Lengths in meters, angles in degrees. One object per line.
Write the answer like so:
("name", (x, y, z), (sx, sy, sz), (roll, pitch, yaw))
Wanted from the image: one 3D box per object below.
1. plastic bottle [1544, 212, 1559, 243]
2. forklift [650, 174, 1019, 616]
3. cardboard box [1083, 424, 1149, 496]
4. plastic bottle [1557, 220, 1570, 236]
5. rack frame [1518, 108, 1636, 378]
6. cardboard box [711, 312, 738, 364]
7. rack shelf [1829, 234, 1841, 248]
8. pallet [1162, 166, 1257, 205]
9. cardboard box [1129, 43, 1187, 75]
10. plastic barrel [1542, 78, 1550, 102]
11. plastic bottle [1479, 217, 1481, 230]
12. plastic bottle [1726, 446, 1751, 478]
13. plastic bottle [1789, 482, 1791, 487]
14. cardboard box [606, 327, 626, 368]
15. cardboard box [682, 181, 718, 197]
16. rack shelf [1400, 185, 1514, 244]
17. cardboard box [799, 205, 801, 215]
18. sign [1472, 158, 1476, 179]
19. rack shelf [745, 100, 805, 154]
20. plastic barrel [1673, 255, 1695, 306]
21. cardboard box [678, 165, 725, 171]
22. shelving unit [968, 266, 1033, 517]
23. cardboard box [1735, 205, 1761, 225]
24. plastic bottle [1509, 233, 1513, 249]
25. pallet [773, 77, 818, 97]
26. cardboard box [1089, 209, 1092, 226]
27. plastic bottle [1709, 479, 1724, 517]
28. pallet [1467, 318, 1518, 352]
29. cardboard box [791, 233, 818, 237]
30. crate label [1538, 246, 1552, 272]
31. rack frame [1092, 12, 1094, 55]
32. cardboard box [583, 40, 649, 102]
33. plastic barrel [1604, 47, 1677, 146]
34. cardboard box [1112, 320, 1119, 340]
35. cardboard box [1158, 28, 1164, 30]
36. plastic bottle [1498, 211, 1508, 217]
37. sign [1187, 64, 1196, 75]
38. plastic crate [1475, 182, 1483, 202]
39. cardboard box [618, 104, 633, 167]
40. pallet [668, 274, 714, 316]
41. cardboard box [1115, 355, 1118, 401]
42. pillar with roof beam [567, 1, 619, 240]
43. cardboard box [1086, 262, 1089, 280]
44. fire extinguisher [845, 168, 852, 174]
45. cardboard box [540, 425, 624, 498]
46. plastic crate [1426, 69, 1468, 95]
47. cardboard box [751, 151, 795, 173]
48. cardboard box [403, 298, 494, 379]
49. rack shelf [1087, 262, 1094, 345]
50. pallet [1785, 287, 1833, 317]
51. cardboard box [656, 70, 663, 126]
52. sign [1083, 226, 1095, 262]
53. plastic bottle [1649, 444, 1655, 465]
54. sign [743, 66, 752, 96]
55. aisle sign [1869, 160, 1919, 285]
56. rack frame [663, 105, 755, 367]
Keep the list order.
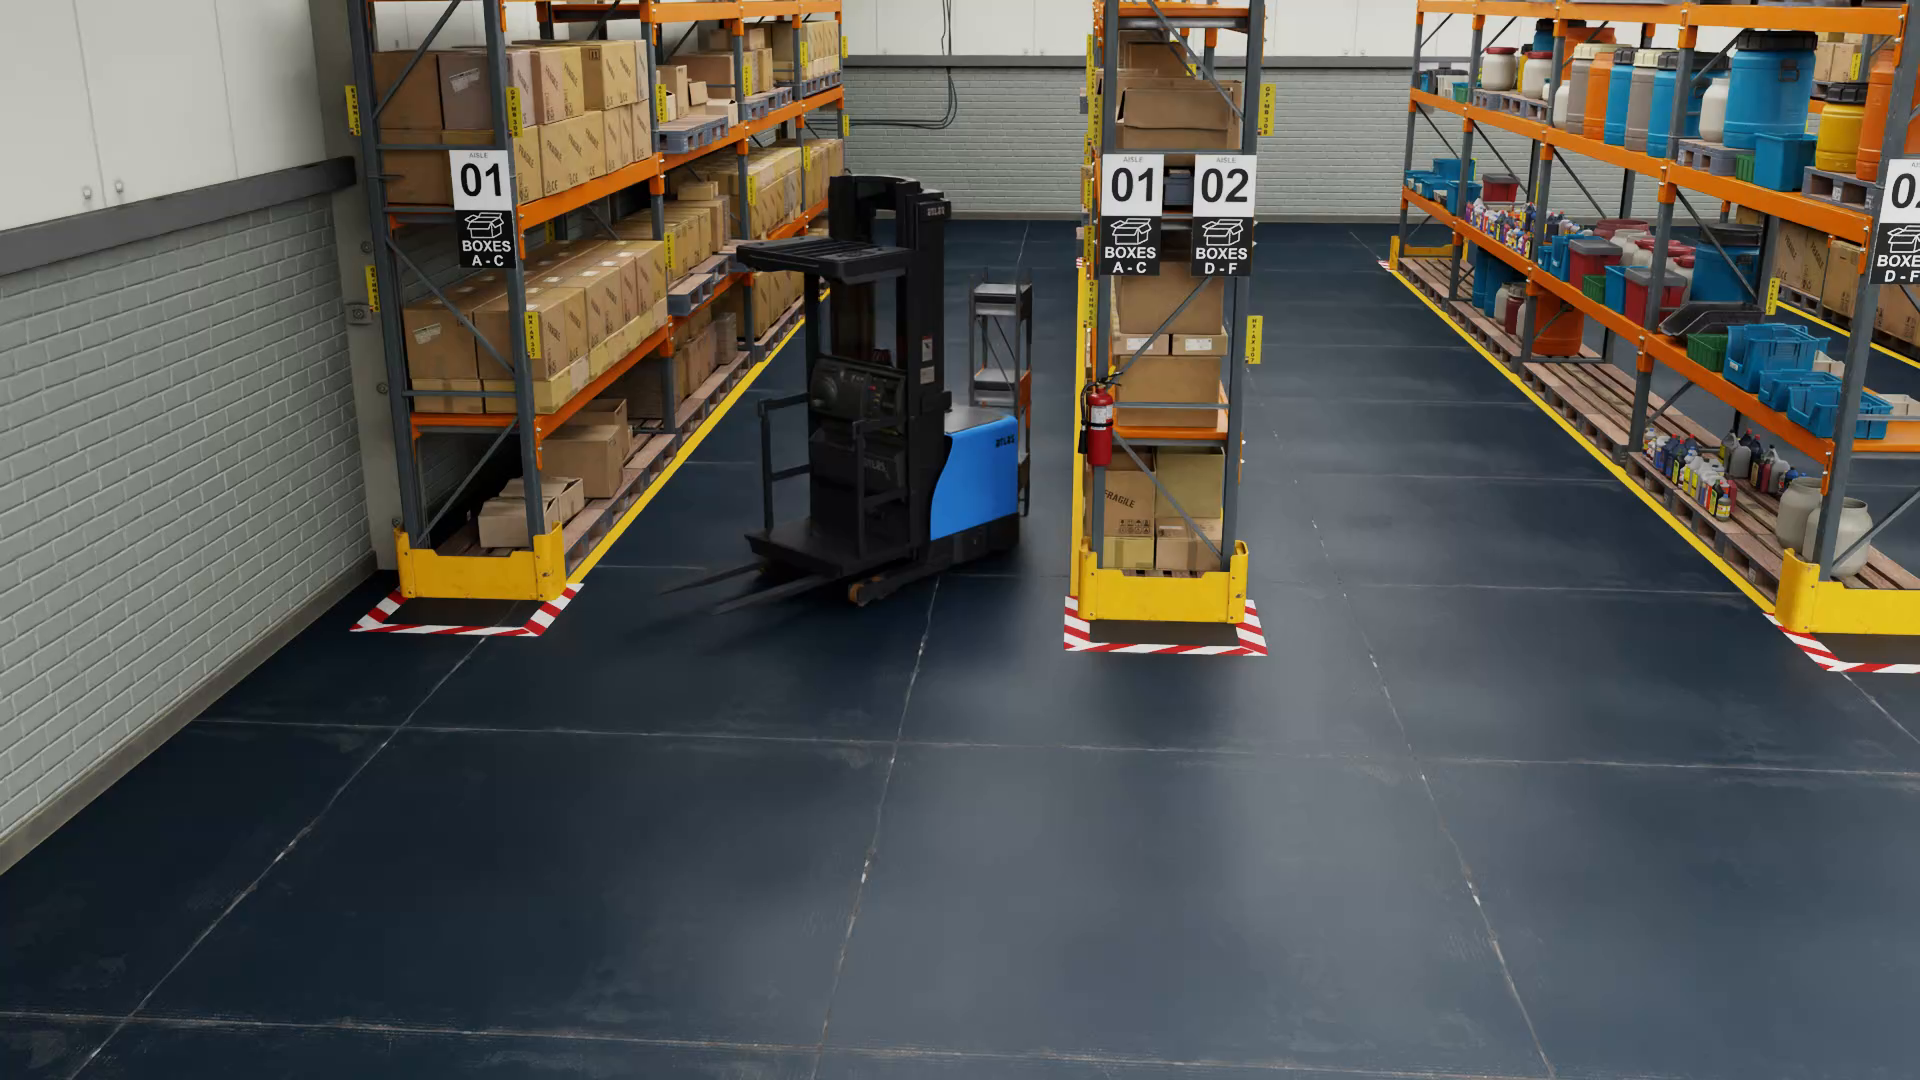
("plastic bottle", (7.247, -3.833, 20.382), (0.144, 0.351, 0.185), (1, 18, 4))
("forklift", (-0.896, -1.095, 12.057), (1.130, 2.935, 3.031), (16, 24, 40))
("cardboard box", (1.225, -0.648, 13.119), (0.500, 0.500, 0.500), (1, 18, 4))
("plastic bottle", (7.393, -3.786, 20.360), (0.152, 0.276, 0.135), (1, 18, 4))
("rack frame", (6.940, -3.287, 18.638), (1.000, 3.000, 0.127), (1, 18, 4))
("cardboard box", (-2.941, -2.305, 18.947), (0.700, 0.500, 0.500), (2, 18, 5))
("rack shelf", (12.024, -3.456, 20.308), (1.077, 0.370, 4.000), (1, 18, 4))
("pallet", (1.503, -2.517, 11.611), (1.003, 0.211, 1.213), (1, 18, 4))
("cardboard box", (1.797, -4.257, 15.143), (0.500, 0.500, 0.500), (2, 18, 5))
("plastic barrel", (6.871, -5.183, 19.153), (0.301, 0.262, 0.301), (0, 18, 0))
("plastic bottle", (6.738, -4.090, 21.408), (0.097, 0.201, 0.097), (0, 18, 0))
("plastic bottle", (6.732, -0.689, 14.376), (0.152, 0.276, 0.135), (1, 18, 4))
("plastic bottle", (6.846, -0.406, 13.633), (0.097, 0.201, 0.097), (0, 18, 0))
("cardboard box", (-3.059, -1.583, 13.646), (0.500, 0.250, 0.500), (1, 18, 4))
("cardboard box", (-2.936, -3.965, 18.798), (0.380, 0.149, 0.250), (-1, 18, -3))
("rack shelf", (7.370, -4.809, 24.437), (1.077, 0.370, 4.000), (1, 18, 4))
("cardboard box", (-2.396, -4.529, 22.800), (0.380, 0.149, 0.250), (1, 18, 4))
("sign", (8.064, -5.842, 26.173), (0.100, 0.325, 0.005), (1, 18, 4))
("rack shelf", (-2.798, -5.213, 20.853), (1.077, 0.370, 4.000), (1, 18, 4))
("plastic barrel", (6.941, -2.402, 15.717), (0.433, 0.535, 0.433), (0, 18, 0))
("cardboard box", (-3.127, -4.370, 20.069), (0.500, 0.250, 0.500), (1, 18, 2))
("shelving unit", (0.328, -1.133, 13.509), (0.431, 2.100, 0.503), (4, 19, 12))
("cardboard box", (12.488, -4.651, 25.536), (0.875, 0.875, 0.875), (1, 18, 4))
("plastic bottle", (6.622, -3.586, 19.869), (0.097, 0.201, 0.097), (0, 18, 0))
("pallet", (-2.585, -6.388, 23.425), (1.003, 0.211, 1.213), (1, 18, 4))
("cardboard box", (1.933, -3.844, 19.502), (0.700, 0.500, 0.500), (-5, 19, -15))
("plastic bottle", (6.051, -0.338, 13.292), (0.061, 0.283, 0.133), (2, 18, 5))
("pallet", (7.045, -2.586, 20.975), (1.003, 0.211, 1.213), (1, 18, 4))
("cardboard box", (-2.292, -4.403, 24.341), (0.380, 0.149, 0.250), (2, 18, 6))
("crate label", (6.536, -3.085, 18.290), (0.303, 0.233, 0.416), (1, 18, 4))
("rack frame", (2.573, -8.734, 25.627), (1.000, 3.000, 0.127), (1, 18, 4))
("cardboard box", (-2.993, -4.062, 14.386), (0.500, 0.500, 0.500), (0, 18, -1))
("plastic barrel", (6.567, -4.278, 16.038), (0.600, 0.901, 0.708), (1, 18, 4))
("cardboard box", (1.281, -1.474, 11.903), (0.380, 0.149, 0.250), (2, 18, 5))
("cardboard box", (2.461, -6.893, 23.059), (0.700, 0.500, 0.500), (1, 18, 4))
("plastic bottle", (6.899, -4.044, 21.148), (0.152, 0.276, 0.135), (1, 18, 4))
("sign", (2.553, -5.093, 18.373), (0.100, 0.325, 0.005), (1, 18, 4))
("plastic crate", (7.520, -4.972, 23.873), (0.437, 0.282, 0.530), (1, 18, 4))
("cardboard box", (-3.067, -3.429, 14.061), (0.500, 0.500, 0.500), (0, 18, -1))
("pallet", (-3.028, -2.409, 16.266), (1.003, 0.211, 1.213), (1, 18, 4))
("cardboard box", (1.505, -1.270, 12.320), (0.700, 0.500, 0.500), (2, 18, 5))
("pillar with roof beam", (0.397, -5.879, 16.912), (9.100, 9.000, 0.400), (1, 18, 4))
("cardboard box", (2.045, -3.846, 23.650), (0.500, 0.500, 0.500), (1, 18, 4))
("fire extinguisher", (-1.897, -5.816, 27.077), (0.296, 0.674, 0.183), (1, 18, 4))
("cardboard box", (-3.232, -0.662, 13.933), (0.700, 0.500, 0.500), (0, 18, 0))
("plastic crate", (7.130, -6.699, 24.334), (0.504, 0.338, 0.767), (1, 18, 4))
("cardboard box", (-2.479, -4.996, 21.978), (0.500, 0.250, 0.500), (2, 18, 5))
("cardboard box", (-3.693, -1.469, 12.095), (0.500, 0.500, 0.500), (1, 18, 3))
("rack shelf", (1.857, -2.436, 17.195), (1.077, 0.370, 4.000), (1, 18, 4))
("pallet", (12.300, -3.328, 23.241), (1.003, 0.211, 1.213), (1, 18, 4))
("cardboard box", (-3.109, -4.107, 15.486), (0.500, 0.500, 0.500), (4, 19, 12))
("sign", (1.171, -2.678, 15.047), (0.100, 0.325, 0.005), (1, 18, 4))
("plastic bottle", (6.179, -0.772, 14.749), (0.097, 0.201, 0.097), (0, 18, 0))
("sign", (-2.400, -5.167, 18.726), (0.100, 0.325, 0.005), (1, 18, 4))
("aisle sign", (6.065, -2.022, 10.602), (0.394, 0.787, 0.004), (1, 18, 4))
("rack frame", (-2.941, -3.508, 19.313), (1.000, 3.000, 0.127), (1, 18, 4))
